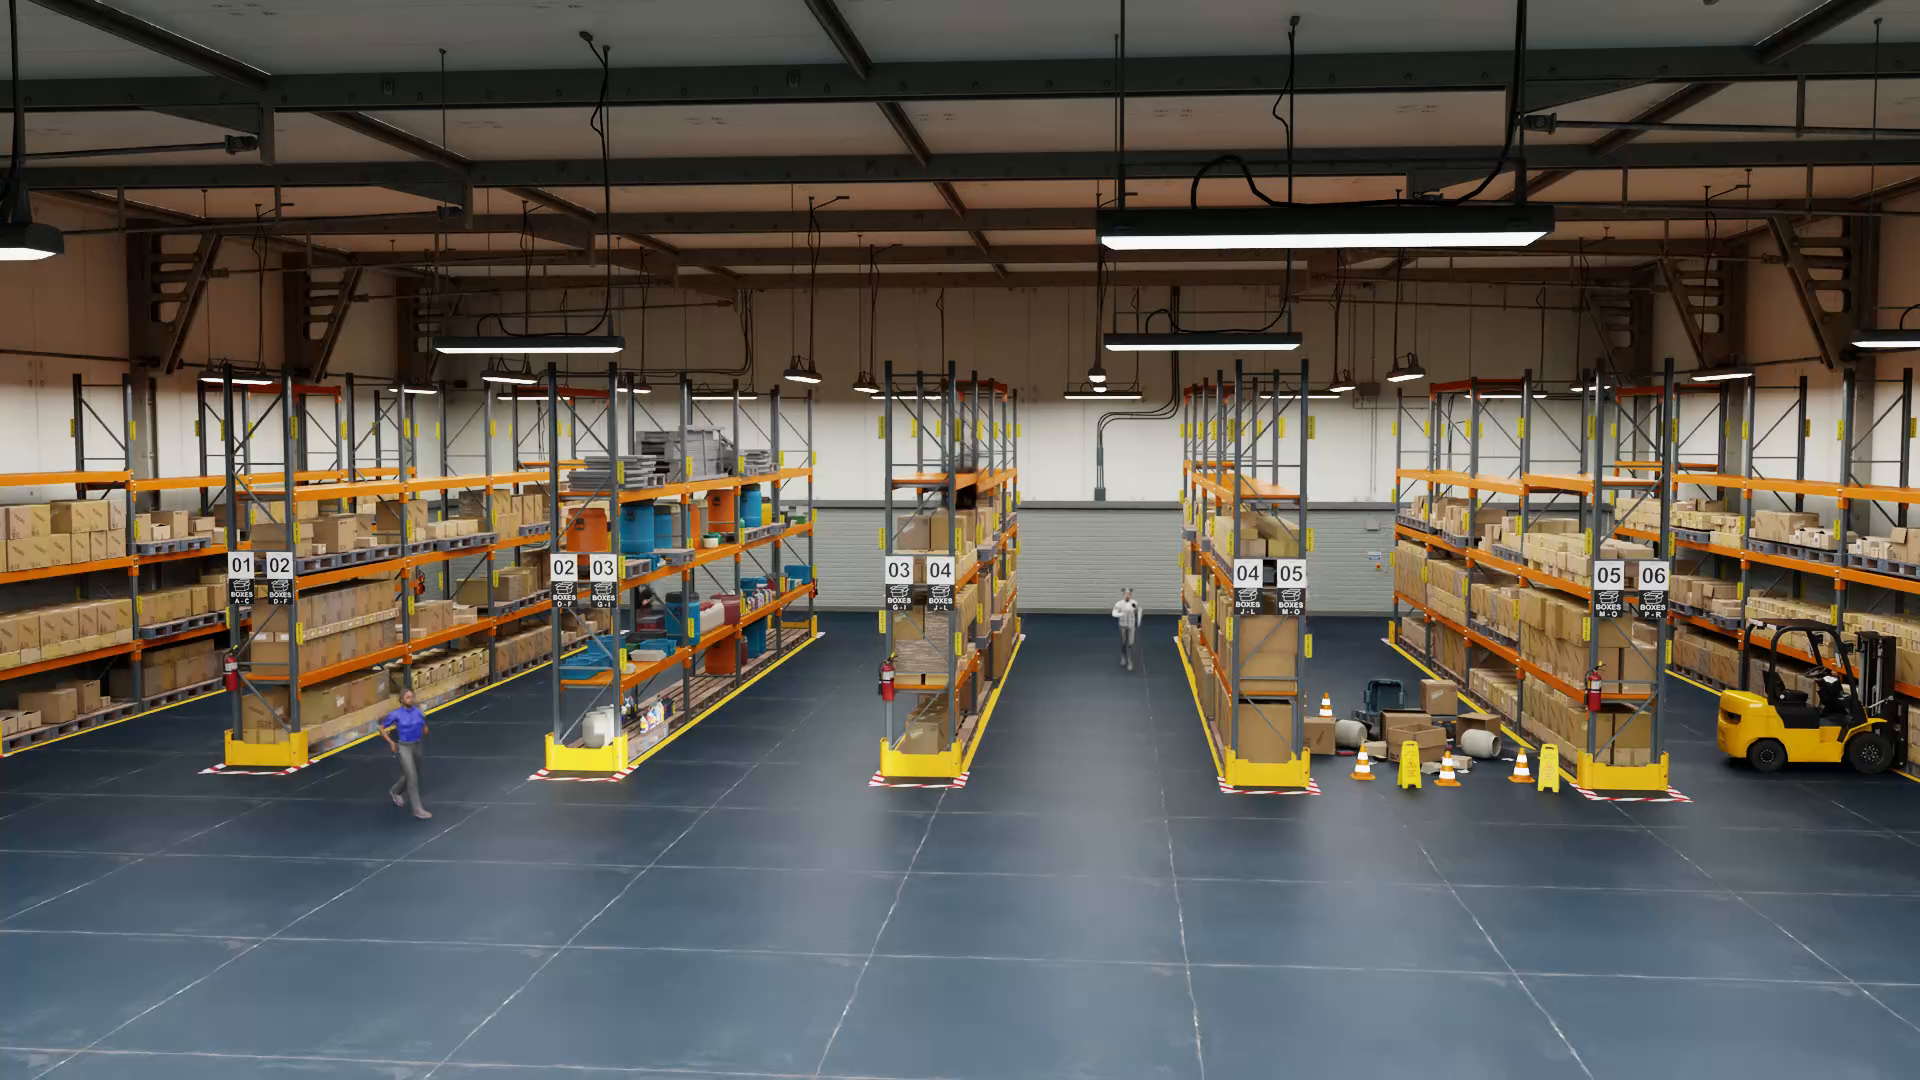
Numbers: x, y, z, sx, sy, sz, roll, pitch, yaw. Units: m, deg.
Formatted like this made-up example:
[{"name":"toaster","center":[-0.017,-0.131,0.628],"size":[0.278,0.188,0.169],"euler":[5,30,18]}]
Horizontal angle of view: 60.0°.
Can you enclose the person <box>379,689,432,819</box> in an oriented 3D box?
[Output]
[{"name":"person","center":[-7.149,2.743,21.559],"size":[0.898,1.635,0.581],"euler":[2,4,33]}]

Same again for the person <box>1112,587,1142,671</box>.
[{"name":"person","center":[3.507,1.841,34.928],"size":[0.629,1.722,0.867],"euler":[0,4,3]}]

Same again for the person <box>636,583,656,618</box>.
[{"name":"person","center":[-7.432,1.608,38.853],"size":[0.660,1.679,0.570],"euler":[0,4,1]}]
